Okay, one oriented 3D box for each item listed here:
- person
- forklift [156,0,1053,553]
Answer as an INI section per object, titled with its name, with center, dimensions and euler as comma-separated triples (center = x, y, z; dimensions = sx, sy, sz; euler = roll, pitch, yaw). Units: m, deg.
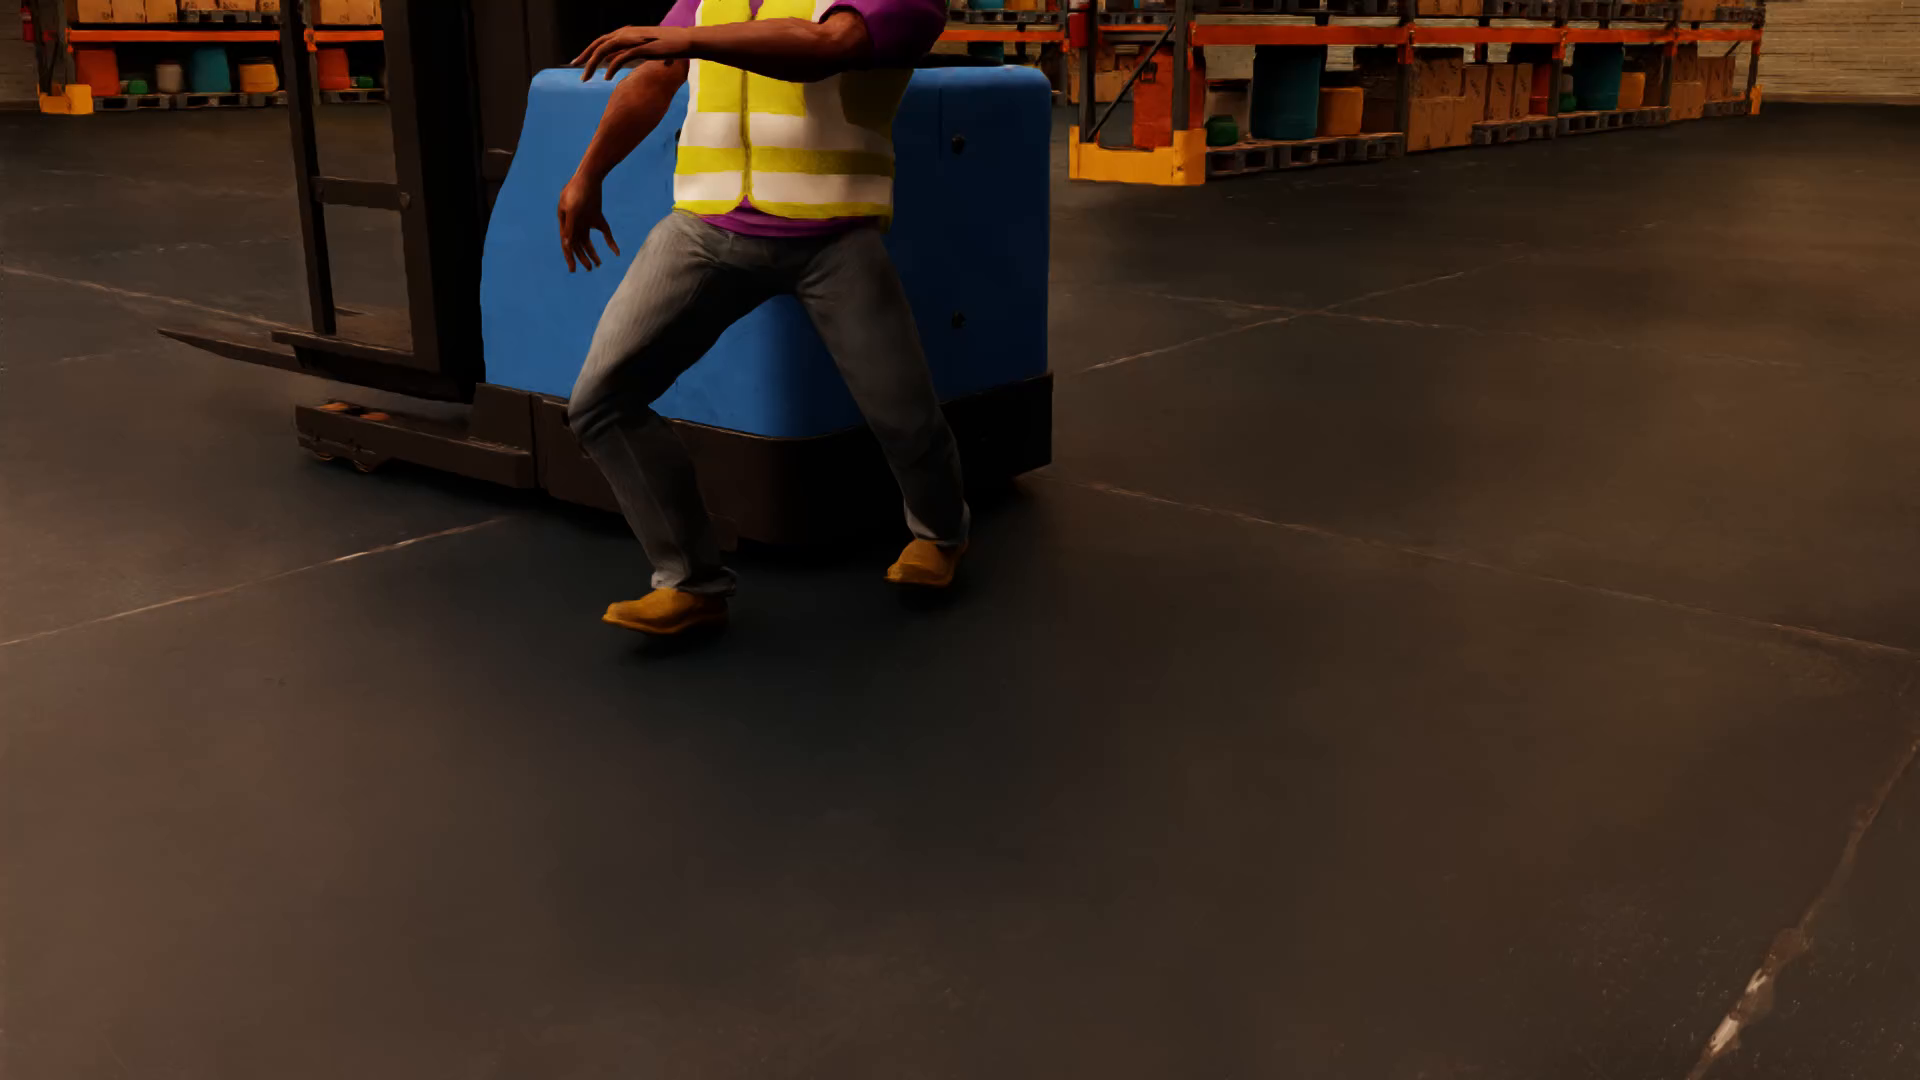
[person]
center = -0.424, -0.614, 3.163
dimensions = 0.804, 1.626, 0.849
euler = 5, 18, 17
[forklift]
center = -1.239, -1.696, 4.484
dimensions = 3.031, 2.935, 1.130
euler = 12, 21, 35
